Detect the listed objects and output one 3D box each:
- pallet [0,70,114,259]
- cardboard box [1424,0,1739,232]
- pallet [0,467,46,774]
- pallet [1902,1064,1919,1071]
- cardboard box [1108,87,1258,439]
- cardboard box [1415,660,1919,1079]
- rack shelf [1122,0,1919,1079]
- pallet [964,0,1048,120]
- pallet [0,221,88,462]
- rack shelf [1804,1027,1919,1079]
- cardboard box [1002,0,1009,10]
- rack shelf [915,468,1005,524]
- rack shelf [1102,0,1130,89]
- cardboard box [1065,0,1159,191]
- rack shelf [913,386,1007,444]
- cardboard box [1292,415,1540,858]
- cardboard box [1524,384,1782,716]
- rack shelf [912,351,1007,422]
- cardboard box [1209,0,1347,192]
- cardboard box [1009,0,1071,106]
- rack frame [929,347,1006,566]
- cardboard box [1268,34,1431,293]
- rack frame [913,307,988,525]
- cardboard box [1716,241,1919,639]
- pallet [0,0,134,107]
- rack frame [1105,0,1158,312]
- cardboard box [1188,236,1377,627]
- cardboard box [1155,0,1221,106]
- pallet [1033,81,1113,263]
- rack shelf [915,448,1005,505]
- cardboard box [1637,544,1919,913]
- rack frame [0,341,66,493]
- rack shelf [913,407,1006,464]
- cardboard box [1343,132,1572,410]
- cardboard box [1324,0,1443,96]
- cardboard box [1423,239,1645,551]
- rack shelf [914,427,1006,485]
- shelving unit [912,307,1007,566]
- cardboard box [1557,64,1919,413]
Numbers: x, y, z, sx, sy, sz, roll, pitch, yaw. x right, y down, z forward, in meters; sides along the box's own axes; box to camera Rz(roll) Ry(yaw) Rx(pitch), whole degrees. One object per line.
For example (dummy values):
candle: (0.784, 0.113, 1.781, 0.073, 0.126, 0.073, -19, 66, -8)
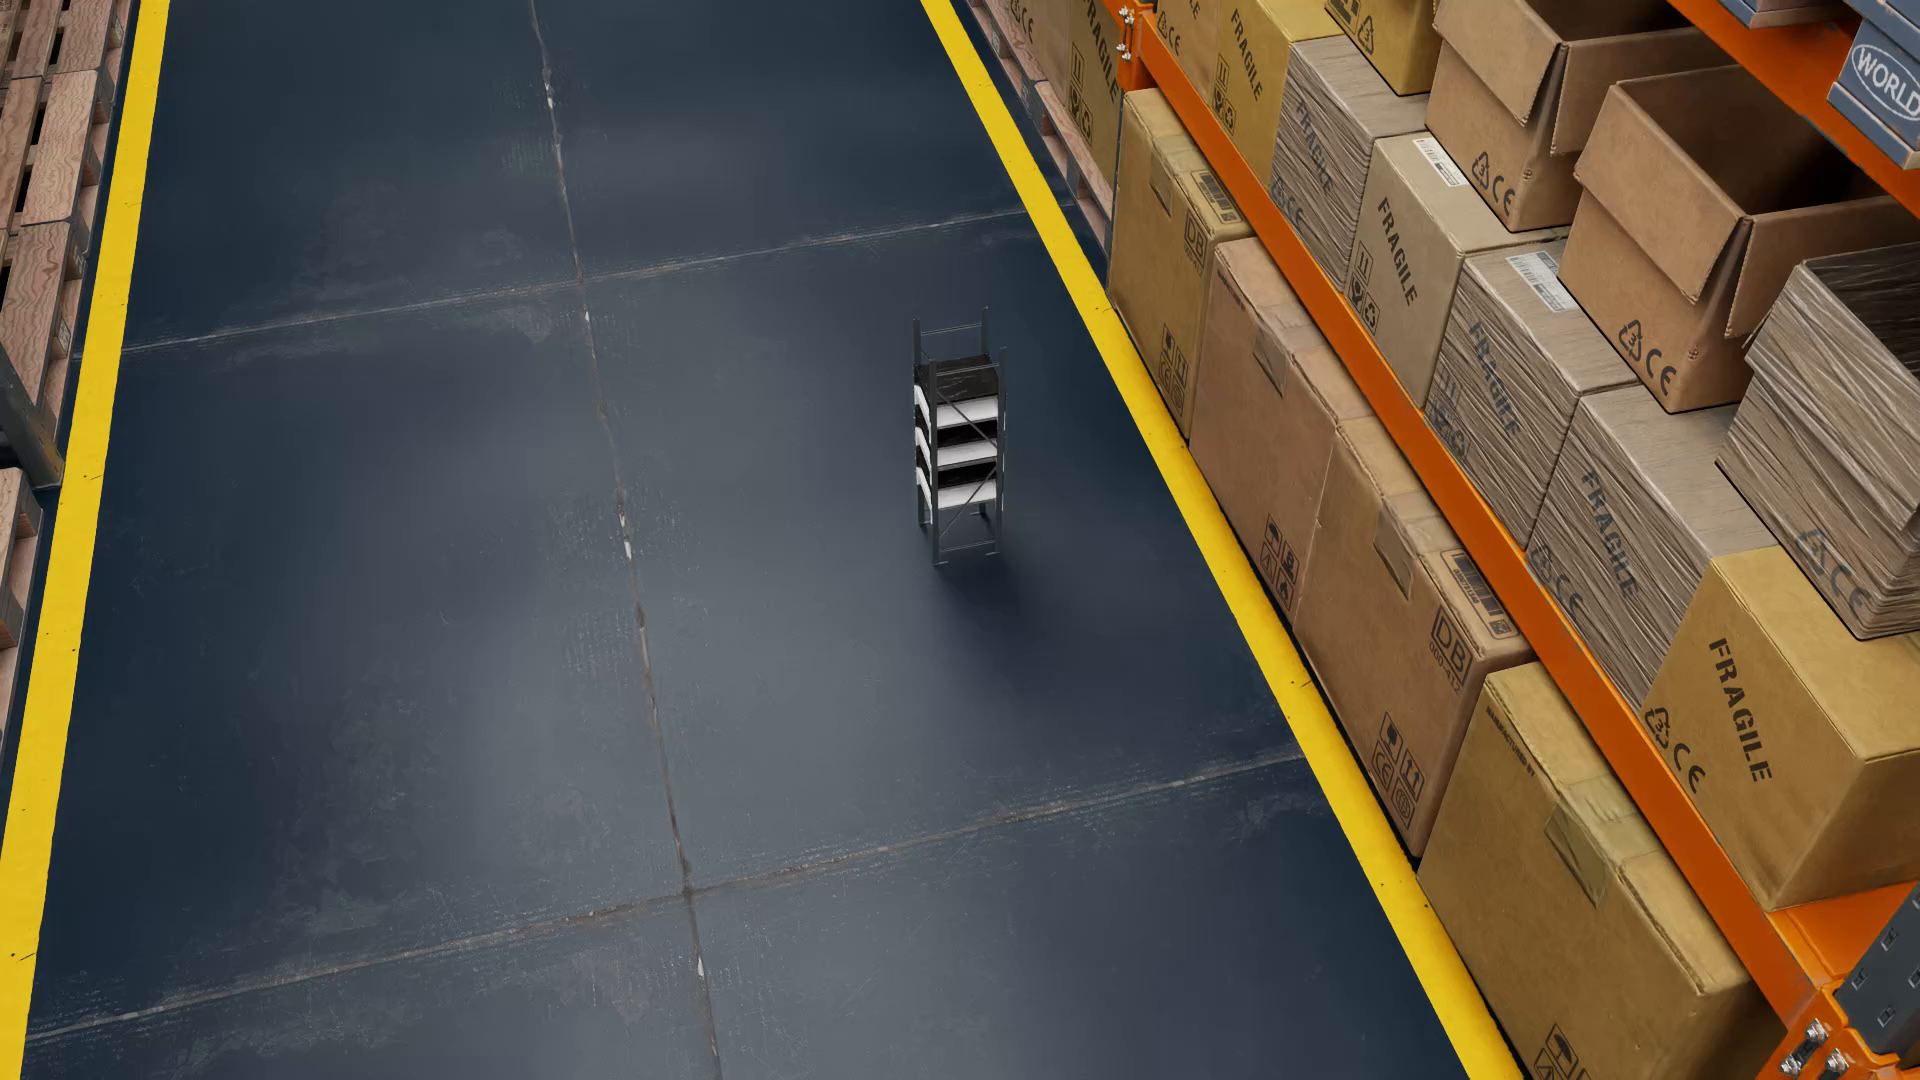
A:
pallet: (-4.244, -1.557, 7.128, 1.003, 0.211, 1.213, -11, 47, -10)
cardboard box: (1.595, -1.139, 3.993, 0.797, 0.503, 0.637, -9, 46, -9)
pallet: (-3.546, 0.328, 5.281, 1.003, 0.211, 1.213, -11, 47, -10)
pallet: (1.980, 1.085, 4.538, 1.003, 0.211, 1.213, -11, 47, -10)
cardboard box: (1.268, -1.059, 5.881, 1.225, 0.875, 0.875, -11, 47, -10)
cardboard box: (1.953, 0.784, 4.075, 1.225, 0.875, 0.875, -13, 47, -12)
rack shelf: (1.597, -0.461, 4.606, 1.077, 0.370, 4.000, -11, 47, -10)
pallet: (0.650, -2.501, 8.053, 1.003, 0.211, 1.213, -11, 47, -10)
pallet: (-3.929, -0.713, 6.301, 1.003, 0.211, 1.213, -11, 47, -10)
rack shelf: (2.621, 2.300, 1.899, 1.077, 0.370, 4.000, -11, 47, -10)
cardboard box: (0.535, -3.204, 7.983, 0.875, 0.875, 0.875, -11, 47, -10)
rack shelf: (-0.002, -0.171, 5.586, 0.258, 0.077, 0.200, -11, 47, -10)
rack shelf: (0.573, -3.223, 7.312, 1.077, 0.370, 4.000, -11, 47, -10)
cardboard box: (0.993, -1.968, 6.772, 0.875, 0.875, 0.875, -11, 47, -10)
rack shelf: (-0.002, -0.423, 5.329, 0.258, 0.077, 0.200, -11, 47, -10)
cardboard box: (1.732, 0.167, 4.680, 1.225, 0.875, 0.875, -11, 47, -10)
cardboard box: (1.621, -0.008, 3.588, 0.500, 0.500, 0.500, -11, 47, -11)
rack shelf: (-0.002, -0.486, 5.265, 0.258, 0.077, 0.200, -11, 47, -10)
cardboard box: (1.091, -1.419, 4.970, 0.500, 0.500, 0.500, -11, 47, -10)
cardboard box: (0.763, -2.589, 7.381, 0.875, 0.875, 0.875, -11, 47, -10)
rack frame: (0.024, -0.250, 5.365, 0.240, 0.900, 0.006, -11, 47, -10)
cardboard box: (1.218, -1.073, 4.632, 0.500, 0.500, 0.500, -12, 47, -11)
rack frame: (-0.028, -0.391, 5.503, 0.240, 0.900, 0.006, -11, 47, -10)
cardboard box: (1.938, -0.226, 3.099, 0.797, 0.503, 0.637, -9, 46, -9)
pallet: (-4.553, -2.398, 7.952, 1.003, 0.211, 1.213, -11, 47, -10)
rack frame: (1.085, -2.094, 5.702, 1.000, 3.000, 0.127, -11, 47, -10)
cardboard box: (1.498, -0.442, 5.277, 1.225, 0.875, 0.875, -12, 47, -12)
cardboard box: (0.961, -1.766, 5.310, 0.500, 0.500, 0.500, -11, 47, -10)
pallet: (0.966, -1.657, 7.226, 1.003, 0.211, 1.213, -11, 47, -10)
rack shelf: (-0.002, -0.234, 5.522, 0.258, 0.077, 0.200, -11, 47, -10)
cardboard box: (1.743, 0.337, 3.249, 0.500, 0.500, 0.500, -9, 46, -9)
rack frame: (-3.703, -1.188, 4.815, 1.000, 3.000, 0.127, -11, 47, -10)
rack shelf: (-0.002, -0.360, 5.394, 0.258, 0.077, 0.200, -11, 47, -10)
cardboard box: (1.356, -0.717, 4.283, 0.500, 0.500, 0.500, -10, 46, -10)
cardboard box: (1.421, -1.565, 4.411, 0.797, 0.503, 0.637, -10, 46, -10)
cardboard box: (1.485, -0.366, 3.939, 0.500, 0.500, 0.500, -12, 47, -12)
rack shelf: (-0.002, -0.297, 5.458, 0.258, 0.077, 0.200, -11, 47, -10)
shelving unit: (-0.002, -0.321, 5.434, 0.258, 0.900, 0.210, -11, 47, -10)
cardboard box: (1.773, -0.677, 3.541, 0.797, 0.503, 0.637, -10, 46, -9)
